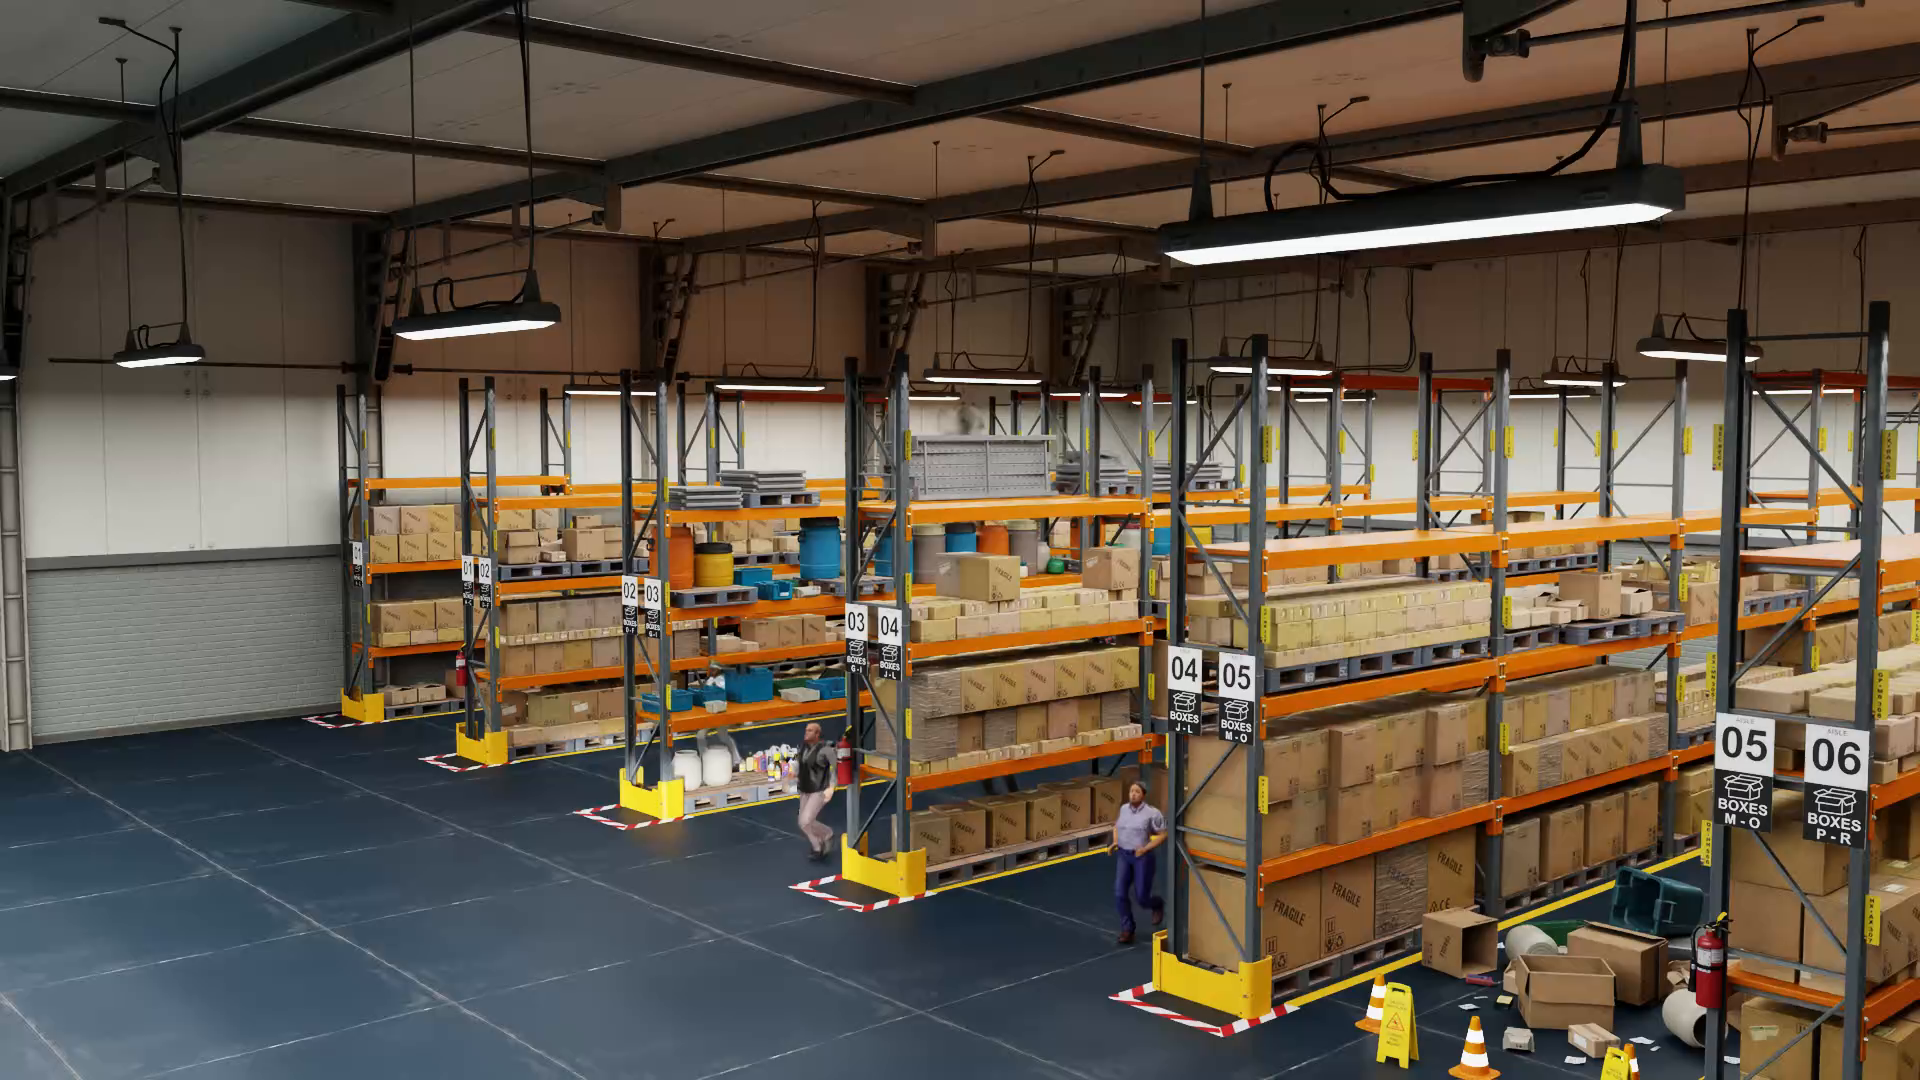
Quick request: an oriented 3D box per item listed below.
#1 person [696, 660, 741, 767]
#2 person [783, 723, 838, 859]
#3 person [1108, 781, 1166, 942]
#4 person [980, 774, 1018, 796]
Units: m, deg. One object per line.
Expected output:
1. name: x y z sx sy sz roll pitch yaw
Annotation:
1. person: -3.684 2.670 25.123 0.547 1.756 0.761 3 5 42
2. person: -1.790 3.029 19.948 0.576 1.677 0.705 -3 5 -42
3. person: 1.802 3.252 16.956 0.611 1.598 0.645 2 5 34
4. person: 0.510 2.867 22.534 0.536 1.690 0.801 3 5 39
